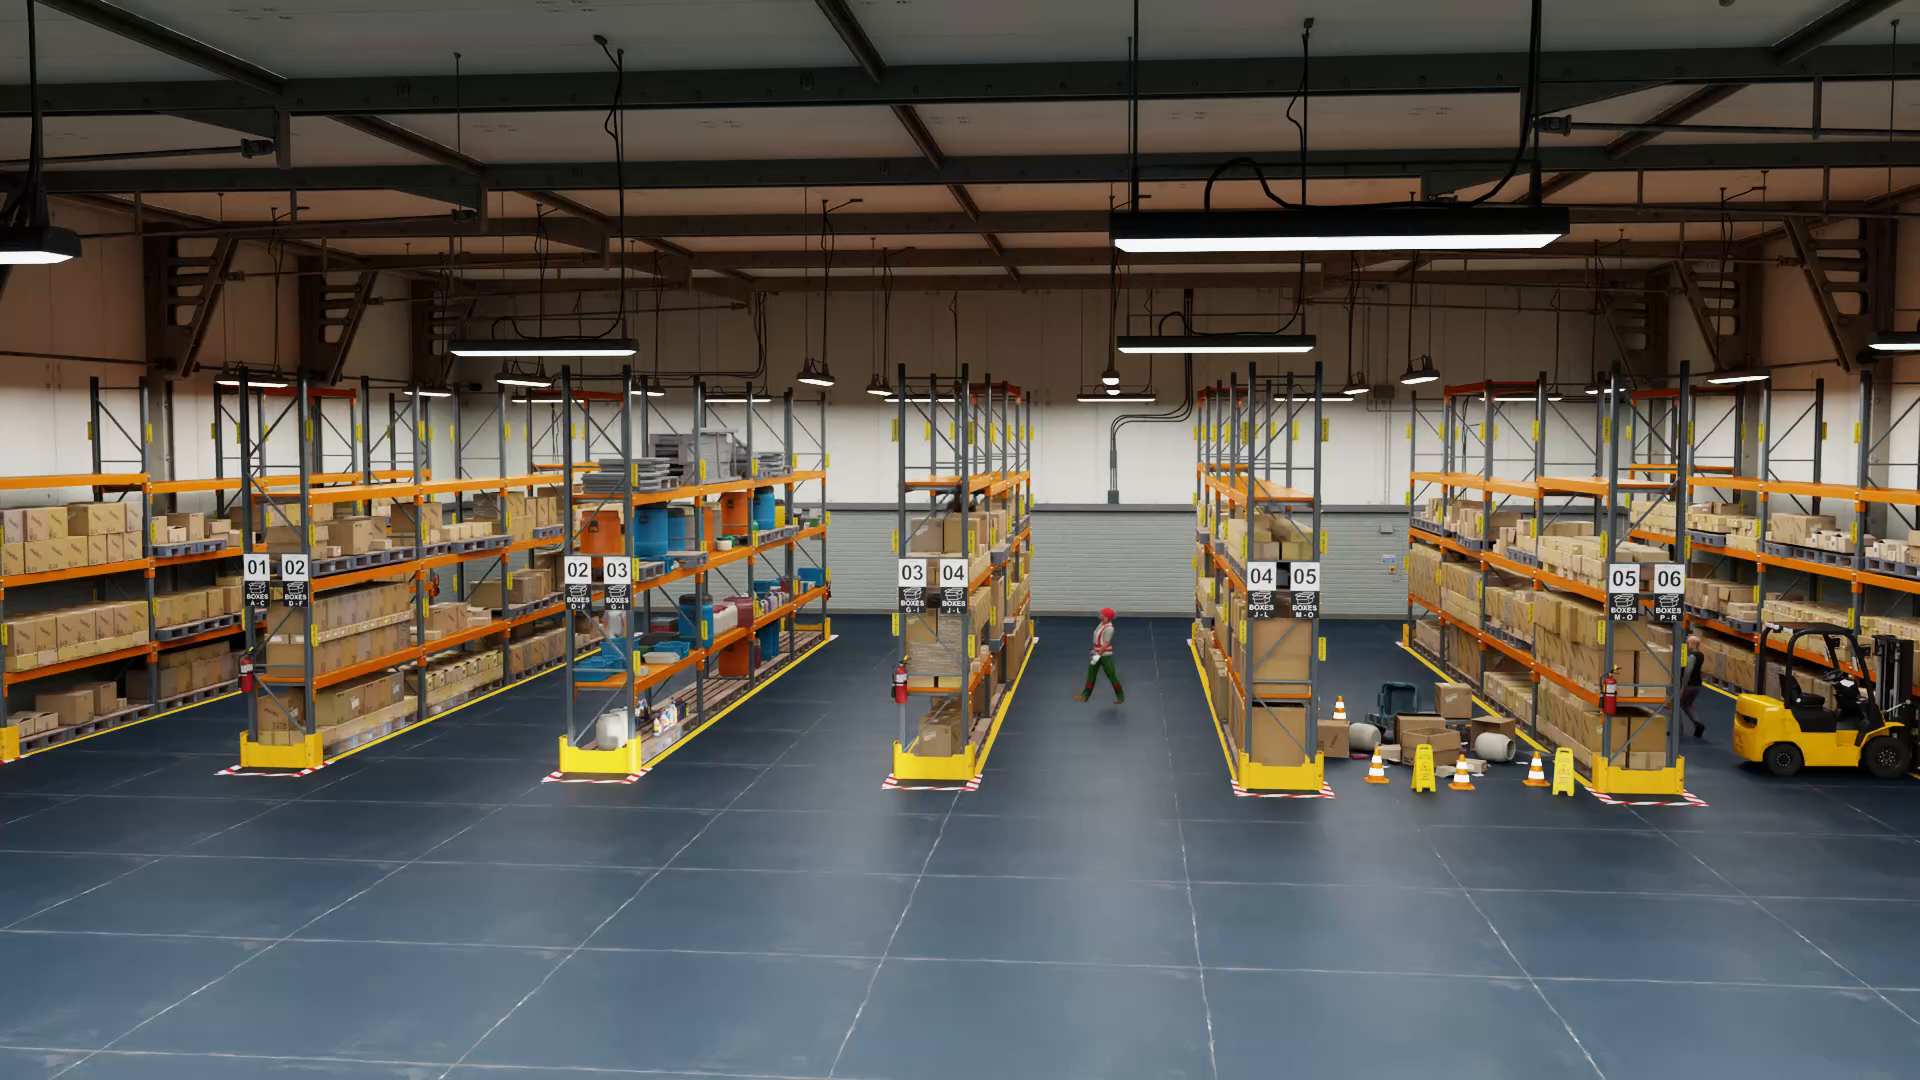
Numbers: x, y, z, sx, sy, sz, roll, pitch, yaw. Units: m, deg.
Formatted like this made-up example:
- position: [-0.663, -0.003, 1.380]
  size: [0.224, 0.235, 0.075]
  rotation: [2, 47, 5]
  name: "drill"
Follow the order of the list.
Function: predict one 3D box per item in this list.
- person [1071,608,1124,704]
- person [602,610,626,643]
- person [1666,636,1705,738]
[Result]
- position: [2.501, 2.086, 30.054]
  size: [0.837, 1.752, 0.718]
  rotation: [-1, 4, -20]
  name: "person"
- position: [-7.250, 1.944, 34.941]
  size: [0.546, 1.629, 0.961]
  rotation: [0, 4, -5]
  name: "person"
- position: [11.946, 2.420, 27.388]
  size: [0.559, 1.689, 0.618]
  rotation: [-2, 4, -28]
  name: "person"
